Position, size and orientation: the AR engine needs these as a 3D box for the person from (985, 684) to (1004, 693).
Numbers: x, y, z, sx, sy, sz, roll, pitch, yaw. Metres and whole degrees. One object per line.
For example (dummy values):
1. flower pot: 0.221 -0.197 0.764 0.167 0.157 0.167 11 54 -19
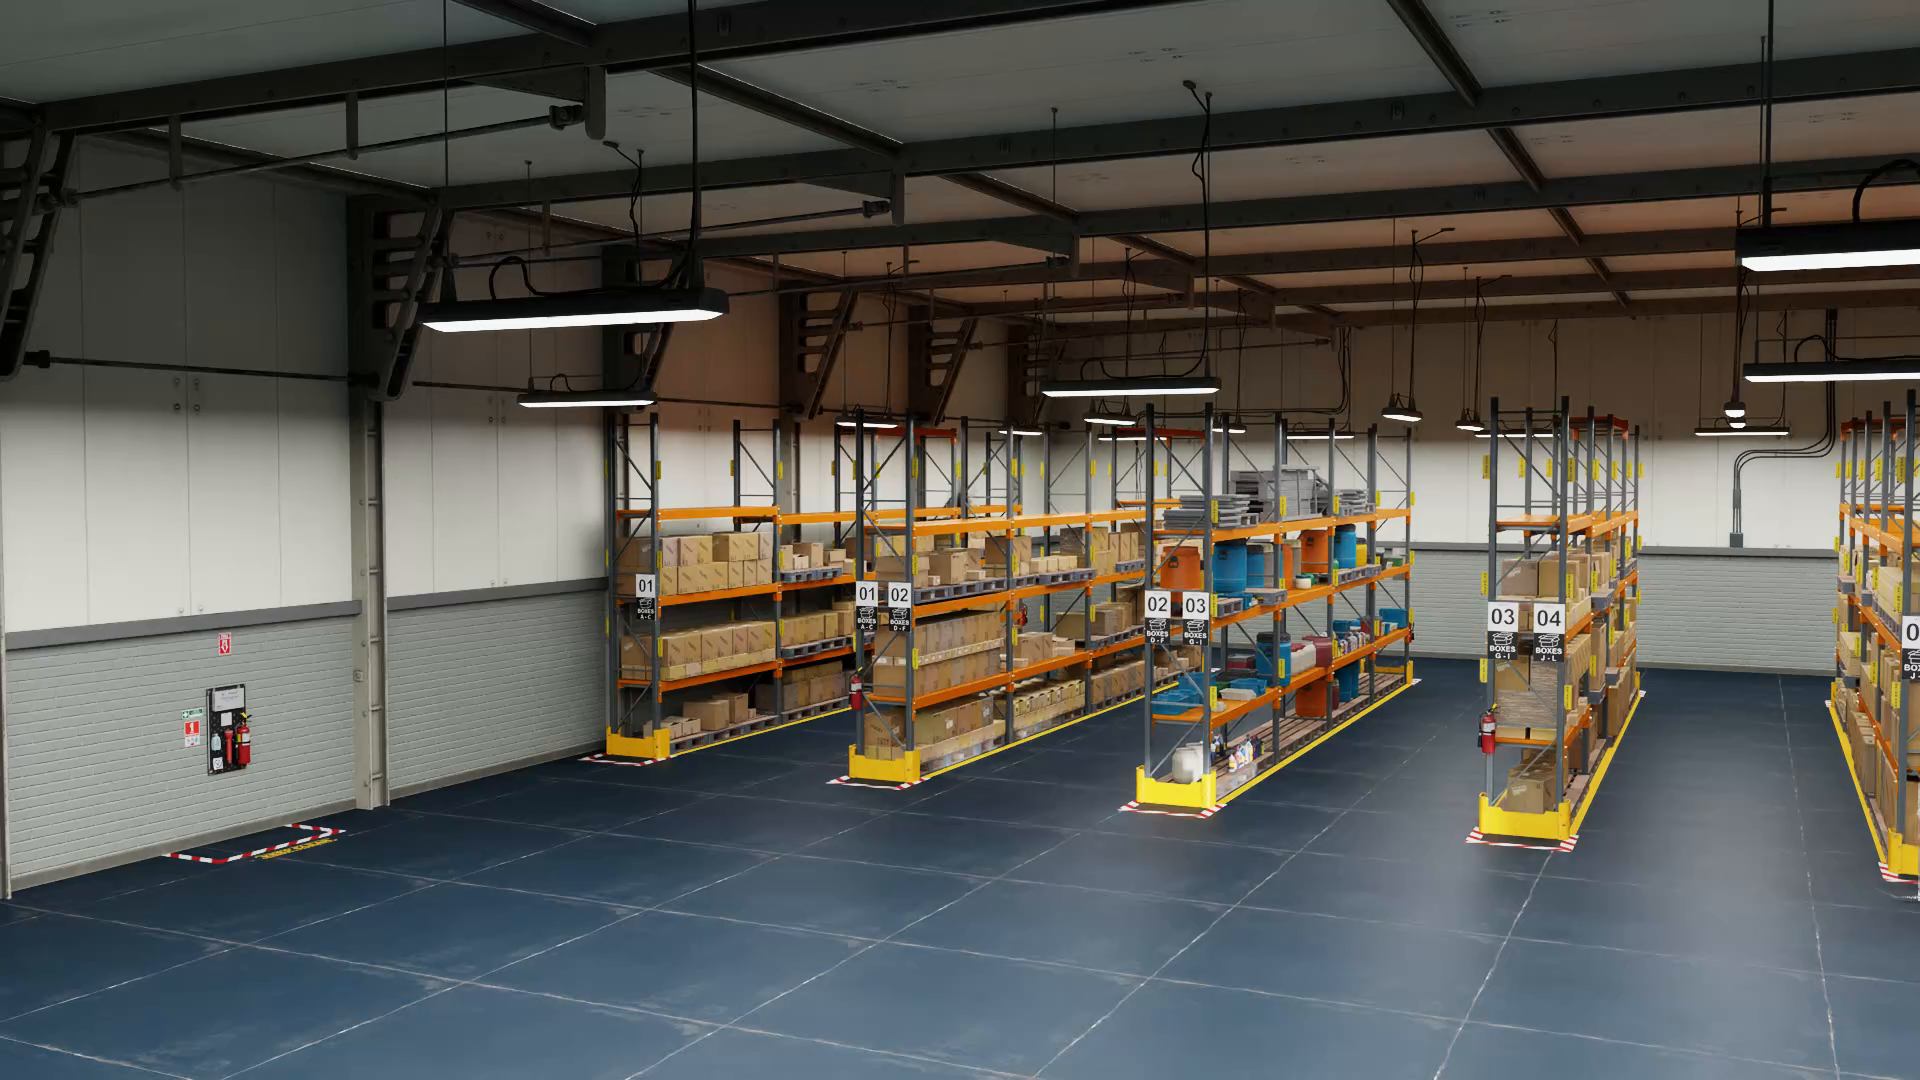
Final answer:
1. person: 0.732 2.715 34.895 0.674 1.593 0.984 2 3 34
